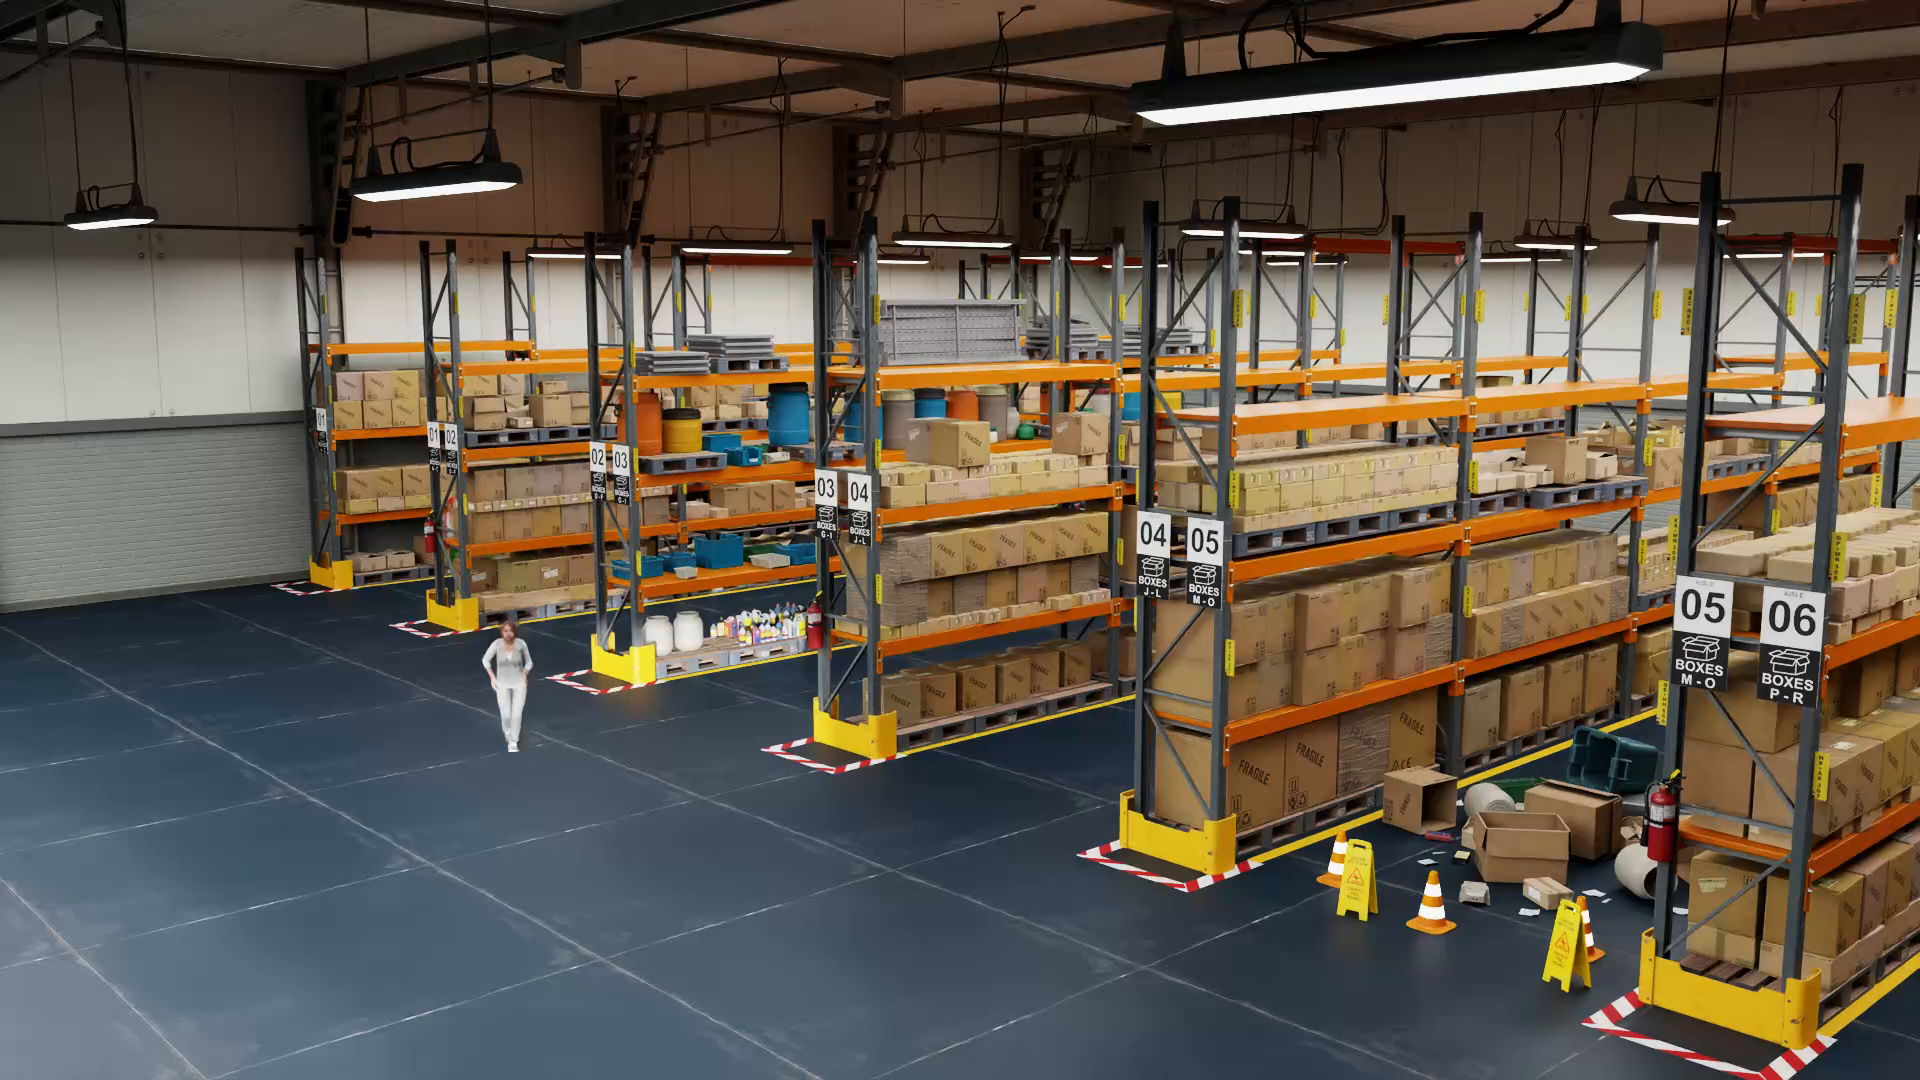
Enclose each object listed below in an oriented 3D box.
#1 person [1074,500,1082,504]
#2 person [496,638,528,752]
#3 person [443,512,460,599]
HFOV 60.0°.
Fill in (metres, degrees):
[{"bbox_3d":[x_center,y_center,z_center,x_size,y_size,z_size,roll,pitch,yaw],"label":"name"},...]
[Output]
[{"bbox_3d":[2.327,-0.151,31.128,0.572,1.545,0.776,7,11,40],"label":"person"},{"bbox_3d":[-5.081,1.757,18.873,0.345,1.330,0.477,-2,9,-16],"label":"person"},{"bbox_3d":[-8.584,0.213,28.756,0.534,1.520,0.835,2,9,11],"label":"person"}]
